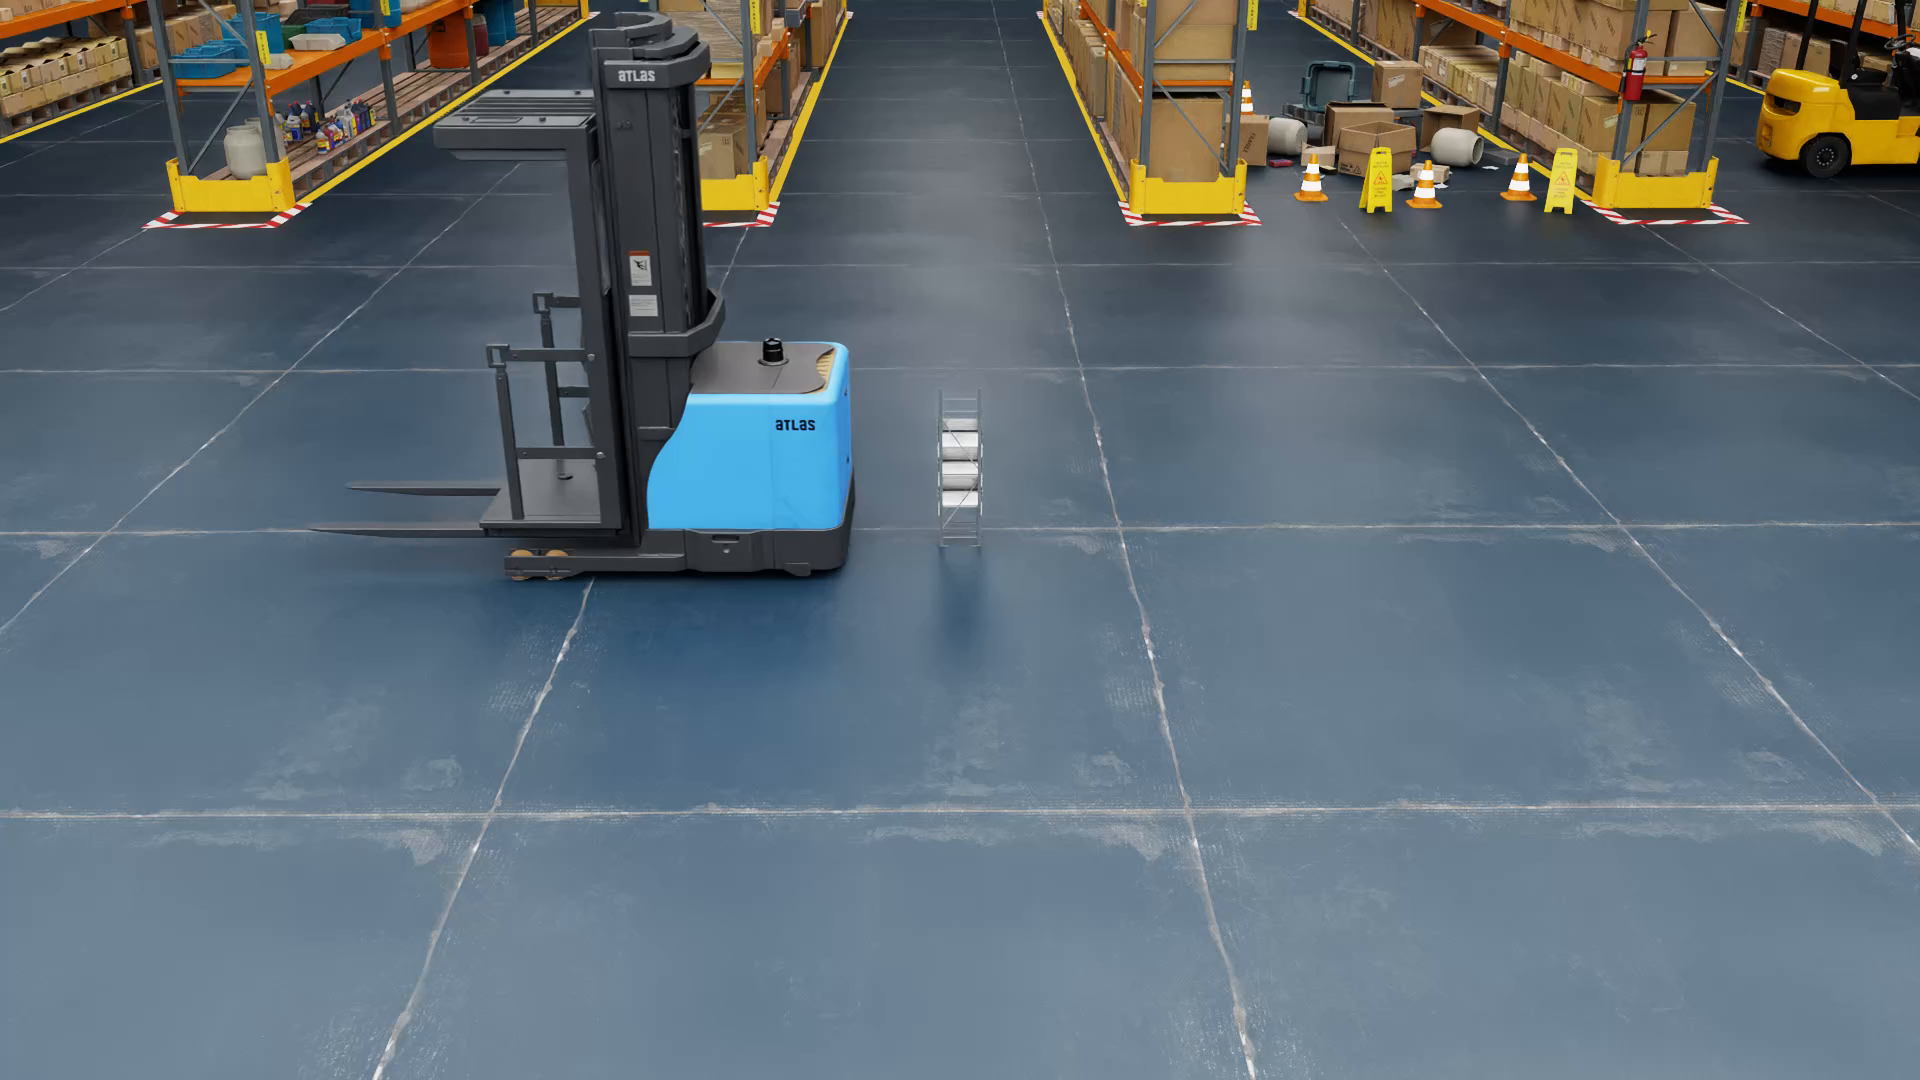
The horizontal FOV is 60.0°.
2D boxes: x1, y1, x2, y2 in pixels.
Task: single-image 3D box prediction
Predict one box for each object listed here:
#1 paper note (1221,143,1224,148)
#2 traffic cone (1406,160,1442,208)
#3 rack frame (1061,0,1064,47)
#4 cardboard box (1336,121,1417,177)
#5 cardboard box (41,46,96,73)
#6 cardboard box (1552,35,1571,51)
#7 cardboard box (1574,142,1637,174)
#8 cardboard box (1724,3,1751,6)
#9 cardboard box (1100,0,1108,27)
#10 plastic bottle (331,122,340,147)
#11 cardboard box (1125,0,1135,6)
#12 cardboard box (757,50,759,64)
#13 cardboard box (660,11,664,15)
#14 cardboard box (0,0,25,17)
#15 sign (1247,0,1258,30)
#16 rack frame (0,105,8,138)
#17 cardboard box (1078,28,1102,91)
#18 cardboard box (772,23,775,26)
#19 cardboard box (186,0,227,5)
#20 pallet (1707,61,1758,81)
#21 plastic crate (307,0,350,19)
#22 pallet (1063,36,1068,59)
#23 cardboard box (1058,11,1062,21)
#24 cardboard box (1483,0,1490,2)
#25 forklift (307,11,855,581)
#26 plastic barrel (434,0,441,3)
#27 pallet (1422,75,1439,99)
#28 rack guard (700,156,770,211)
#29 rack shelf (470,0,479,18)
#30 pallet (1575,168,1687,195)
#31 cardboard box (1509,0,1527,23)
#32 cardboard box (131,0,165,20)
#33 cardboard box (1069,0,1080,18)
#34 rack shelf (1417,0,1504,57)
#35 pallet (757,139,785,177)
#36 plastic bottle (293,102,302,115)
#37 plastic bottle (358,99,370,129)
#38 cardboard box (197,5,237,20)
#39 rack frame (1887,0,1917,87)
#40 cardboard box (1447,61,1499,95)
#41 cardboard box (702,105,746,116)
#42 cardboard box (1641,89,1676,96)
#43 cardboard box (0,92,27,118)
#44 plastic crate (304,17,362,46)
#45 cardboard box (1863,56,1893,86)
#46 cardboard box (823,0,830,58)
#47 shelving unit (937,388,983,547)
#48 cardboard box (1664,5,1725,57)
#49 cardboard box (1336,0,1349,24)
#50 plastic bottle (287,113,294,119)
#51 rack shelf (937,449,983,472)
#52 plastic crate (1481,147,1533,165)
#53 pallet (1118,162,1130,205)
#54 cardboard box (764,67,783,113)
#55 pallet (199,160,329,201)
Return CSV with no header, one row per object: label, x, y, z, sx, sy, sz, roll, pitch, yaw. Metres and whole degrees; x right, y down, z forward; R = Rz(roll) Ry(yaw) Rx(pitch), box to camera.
paper note,3.230,-4.847,20.429,0.147,0.020,0.142,-19,31,-36
traffic cone,4.908,-3.759,17.499,0.336,0.463,0.334,0,24,-1
rack frame,2.229,-9.769,27.710,1.000,3.000,0.127,0,24,-1
cardboard box,4.758,-4.463,19.007,0.797,0.503,0.637,-19,31,-36
cardboard box,-12.327,-6.654,22.969,0.500,0.311,0.500,0,24,-1
cardboard box,6.983,-5.660,18.929,0.380,0.149,0.250,0,24,-1
cardboard box,7.031,-4.168,18.154,0.500,0.250,0.500,0,24,-1
cardboard box,12.491,-8.521,26.687,0.380,0.149,0.250,0,24,0
cardboard box,2.044,-6.732,20.873,0.500,0.500,0.500,0,24,-1
plastic bottle,-7.266,-4.710,19.300,0.097,0.271,0.097,0,24,0
cardboard box,2.291,-6.213,18.355,0.875,0.550,0.500,0,24,-1
cardboard box,-2.360,-5.157,17.817,0.380,0.149,0.250,0,24,-1
cardboard box,-2.704,-5.457,17.693,0.875,0.500,0.500,0,24,-1
cardboard box,-12.548,-7.028,21.528,0.500,0.500,0.500,1,24,3
sign,2.915,-5.255,16.582,0.100,0.325,0.005,0,24,-1
rack frame,-12.550,-6.449,20.369,1.000,3.000,0.127,0,24,-1
cardboard box,2.203,-6.675,23.090,1.050,0.750,0.750,0,24,0
cardboard box,-2.412,-6.084,19.866,0.380,0.149,0.250,0,24,-1
cardboard box,-12.927,-9.040,28.598,0.500,0.500,0.500,0,24,-1
pallet,12.215,-7.246,25.515,1.003,0.211,1.213,0,24,-1
plastic crate,-7.908,-6.697,20.839,0.402,0.464,0.583,0,24,-1
pallet,2.239,-8.178,27.575,1.003,0.211,1.213,0,24,-1
cardboard box,1.893,-9.037,28.679,0.380,0.149,0.250,-1,24,-3
cardboard box,6.960,-7.039,21.468,0.380,0.149,0.250,-1,24,-1
forklift,-2.156,-1.327,9.128,3.031,2.935,1.130,0,24,1
plastic barrel,-7.416,-7.746,23.101,0.421,0.512,0.421,0,24,0
pallet,7.229,-6.592,24.069,1.003,0.211,1.213,0,24,-1
rack guard,-2.601,-3.736,17.404,1.175,0.500,0.348,0,24,-1
rack shelf,-7.662,-8.614,26.029,1.077,0.370,4.000,0,24,-1
pallet,7.335,-3.984,18.302,1.003,0.211,1.213,0,24,-1
cardboard box,6.991,-6.535,20.077,0.500,0.500,0.500,0,24,-1
cardboard box,-12.859,-8.329,26.116,0.500,0.250,0.500,-1,24,-2
cardboard box,1.983,-8.428,26.358,0.500,0.250,0.500,1,24,1
rack shelf,7.244,-7.033,22.533,1.077,0.370,4.000,0,24,-1
pallet,-2.585,-4.441,19.312,1.003,0.211,1.213,0,24,-1
plastic bottle,-8.003,-5.129,20.130,0.144,0.351,0.185,0,24,1
plastic bottle,-7.301,-5.199,20.286,0.144,0.351,0.185,-1,24,-2
cardboard box,-12.345,-8.605,27.635,0.500,0.500,0.500,0,24,-1
rack frame,12.229,-6.560,20.615,1.000,3.000,0.127,0,24,-1
cardboard box,7.237,-6.329,22.783,0.950,0.372,0.625,1,24,1
cardboard box,-2.619,-4.658,18.932,0.500,0.500,0.500,2,24,4
cardboard box,7.566,-4.727,18.479,0.500,0.500,0.500,-1,24,-3
cardboard box,-12.306,-5.555,21.219,0.500,0.250,0.500,-1,24,-2
plastic crate,-7.313,-5.947,19.439,0.499,0.251,0.616,0,24,-1
cardboard box,12.212,-5.885,21.493,0.875,0.625,0.625,1,24,2
cardboard box,-2.676,-8.015,25.901,1.225,0.875,0.875,0,24,0
shelving unit,0.000,-0.413,9.572,0.258,0.900,0.210,0,24,-1
cardboard box,7.581,-5.266,17.270,0.500,0.500,0.500,-1,24,-1
cardboard box,7.268,-9.485,29.681,0.875,0.438,0.875,-1,24,-2
plastic bottle,-7.962,-4.954,19.841,0.097,0.271,0.097,0,24,0
rack shelf,0.000,-0.465,9.549,0.258,0.077,0.200,0,24,-1
plastic crate,6.463,-4.555,19.725,0.402,0.080,0.583,-9,26,-19
pallet,2.273,-3.883,18.079,1.003,0.211,1.213,0,24,-1
cardboard box,-2.629,-5.806,21.448,0.700,0.500,0.500,-2,24,-5
pallet,-7.604,-3.917,18.154,1.003,0.211,1.213,0,24,-1
